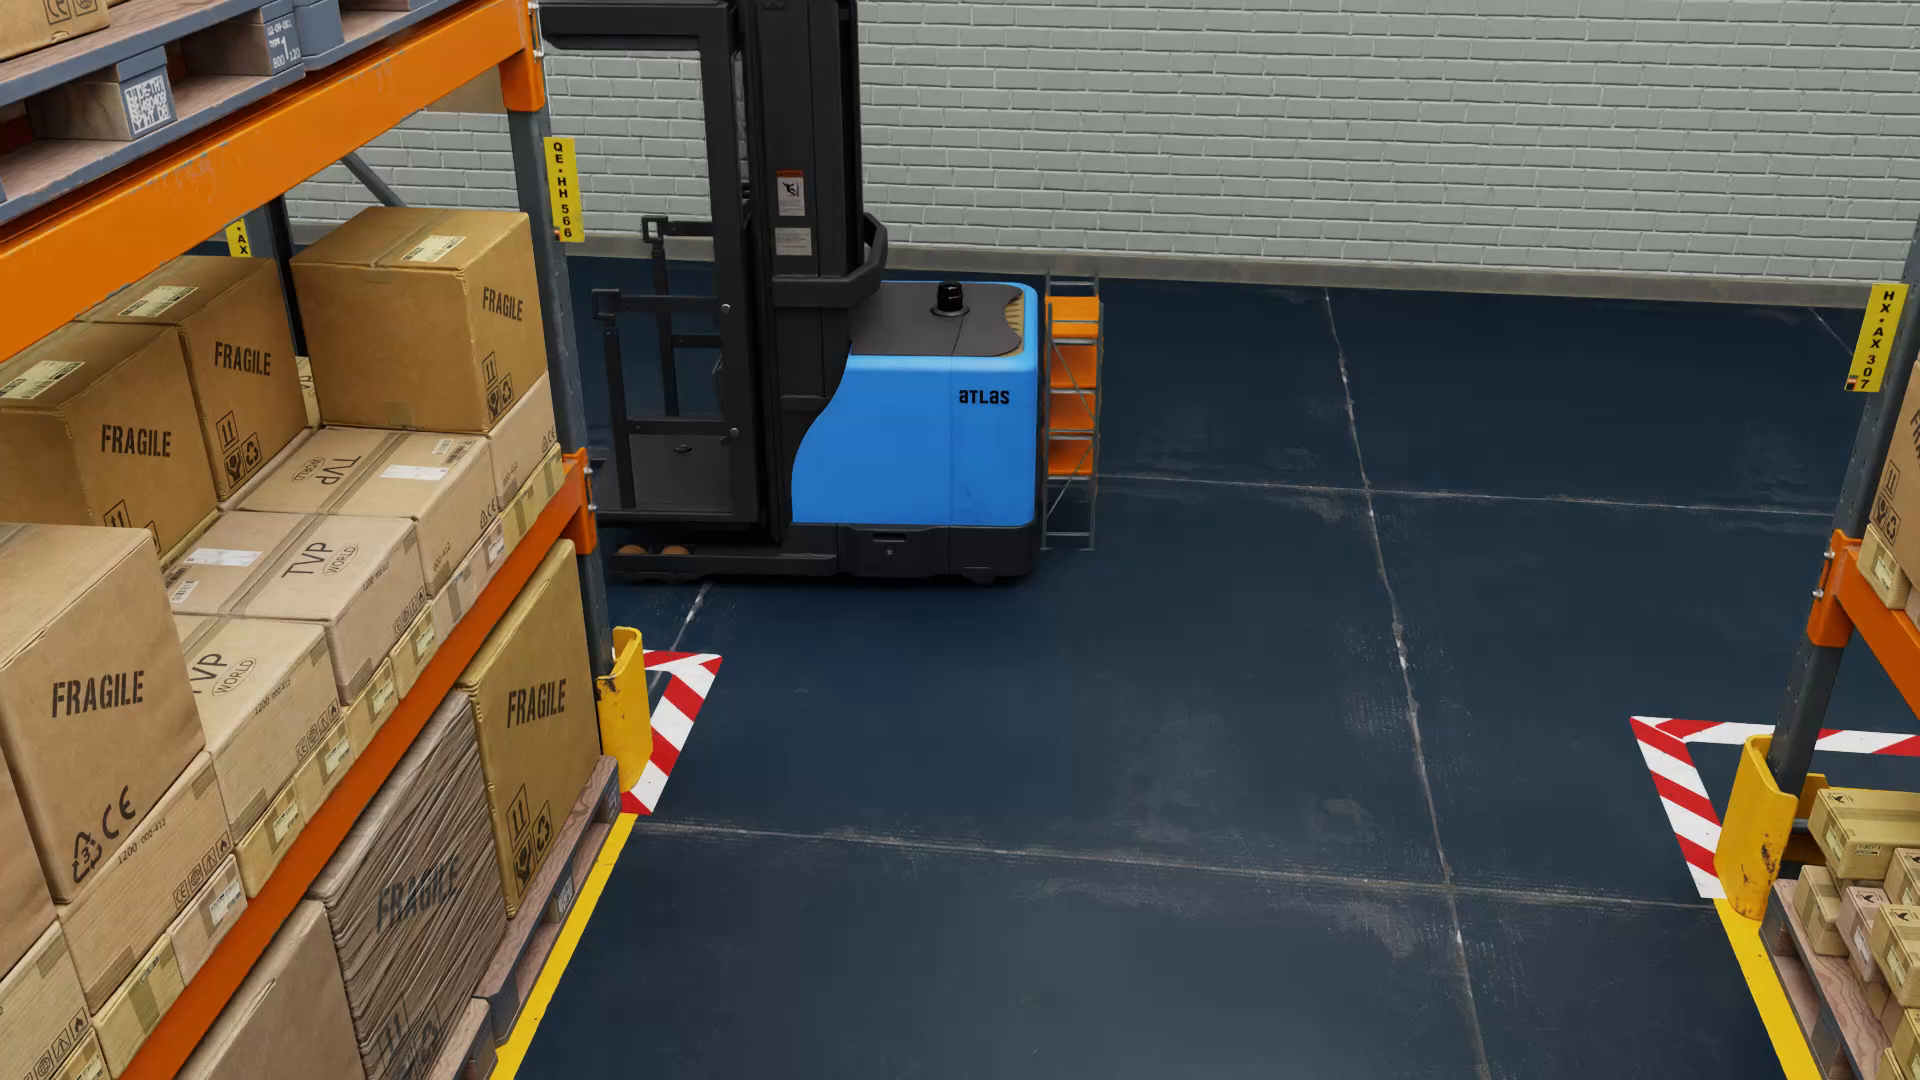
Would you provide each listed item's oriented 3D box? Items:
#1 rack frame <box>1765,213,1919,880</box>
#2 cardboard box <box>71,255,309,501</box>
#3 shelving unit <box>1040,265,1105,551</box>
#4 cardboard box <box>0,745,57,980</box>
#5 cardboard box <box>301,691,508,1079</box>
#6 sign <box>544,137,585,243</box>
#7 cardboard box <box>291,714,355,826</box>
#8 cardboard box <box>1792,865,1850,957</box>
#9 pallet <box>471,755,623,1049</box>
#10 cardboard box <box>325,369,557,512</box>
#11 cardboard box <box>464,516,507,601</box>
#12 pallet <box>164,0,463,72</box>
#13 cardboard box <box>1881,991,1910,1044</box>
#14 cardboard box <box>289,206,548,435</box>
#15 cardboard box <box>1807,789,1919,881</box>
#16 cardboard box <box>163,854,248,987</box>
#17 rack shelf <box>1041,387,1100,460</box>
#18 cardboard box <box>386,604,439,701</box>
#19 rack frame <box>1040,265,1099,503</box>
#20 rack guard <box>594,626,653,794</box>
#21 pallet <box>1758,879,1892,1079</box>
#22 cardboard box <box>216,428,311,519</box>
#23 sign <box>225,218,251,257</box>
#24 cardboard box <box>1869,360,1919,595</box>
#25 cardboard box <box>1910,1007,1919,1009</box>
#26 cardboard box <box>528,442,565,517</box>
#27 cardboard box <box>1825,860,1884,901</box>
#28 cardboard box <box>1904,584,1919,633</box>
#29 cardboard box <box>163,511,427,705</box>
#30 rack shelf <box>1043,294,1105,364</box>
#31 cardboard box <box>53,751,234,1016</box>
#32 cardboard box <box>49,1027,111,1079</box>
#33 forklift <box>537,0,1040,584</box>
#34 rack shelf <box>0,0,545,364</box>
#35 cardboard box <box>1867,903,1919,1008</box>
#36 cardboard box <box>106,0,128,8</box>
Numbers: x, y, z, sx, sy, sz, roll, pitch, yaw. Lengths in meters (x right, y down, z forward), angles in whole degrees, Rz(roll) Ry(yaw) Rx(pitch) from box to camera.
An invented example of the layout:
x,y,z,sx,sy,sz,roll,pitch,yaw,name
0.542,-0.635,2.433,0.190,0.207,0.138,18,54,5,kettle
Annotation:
x,y,z,sx,sy,sz,roll,pitch,yaw,name
3.155,-0.162,4.888,1.000,3.000,0.127,3,28,6,rack frame
-2.144,-0.447,4.471,0.500,0.500,0.500,3,28,5,cardboard box
0.502,-0.598,7.595,0.258,1.200,0.503,1,28,2,shelving unit
-1.865,0.548,2.624,0.500,0.500,0.500,3,28,6,cardboard box
-1.866,0.987,4.553,0.875,0.875,0.875,3,28,6,cardboard box
-1.219,-1.074,5.110,0.100,0.325,0.005,3,28,6,sign
-1.660,0.519,3.889,0.380,0.149,0.250,4,29,7,cardboard box
2.773,1.136,5.041,0.380,0.149,0.250,4,29,7,cardboard box
-1.776,1.111,5.466,1.003,0.211,1.213,3,28,6,pallet
-1.552,-0.319,5.024,0.500,0.250,0.500,3,28,5,cardboard box
-1.535,0.041,4.777,0.380,0.149,0.250,3,29,6,cardboard box
-1.836,-1.429,4.172,1.003,0.211,1.213,3,28,6,pallet
2.798,1.382,4.586,0.380,0.149,0.250,4,29,7,cardboard box
-1.554,-0.648,4.844,0.500,0.500,0.500,4,29,7,cardboard box
2.753,0.873,4.902,0.380,0.149,0.250,2,28,4,cardboard box
-1.721,0.766,3.431,0.380,0.149,0.250,4,29,7,cardboard box
0.502,-0.539,7.626,0.258,0.148,0.480,1,28,2,rack shelf
-1.596,0.280,4.332,0.380,0.149,0.250,3,28,5,cardboard box
0.510,-0.713,7.809,0.240,1.200,0.015,1,28,2,rack frame
-1.753,0.591,6.125,1.175,0.500,0.348,3,28,6,rack guard
3.011,1.482,4.777,1.003,0.211,1.213,3,28,6,pallet
-2.139,-0.107,4.631,0.500,0.250,0.500,3,28,6,cardboard box
-2.306,-0.949,5.352,0.100,0.325,0.005,3,28,6,sign
2.825,-0.142,4.431,0.500,0.500,0.500,5,29,9,cardboard box
2.804,1.255,4.507,0.380,0.149,0.250,4,29,7,cardboard box
-1.472,-0.200,5.224,0.380,0.149,0.250,4,29,7,cardboard box
2.836,1.009,4.964,0.380,0.149,0.250,5,29,8,cardboard box
2.799,0.204,4.473,0.380,0.149,0.250,4,29,8,cardboard box
-1.676,0.159,4.136,0.500,0.250,0.500,2,28,4,cardboard box
0.502,-0.944,7.408,0.258,0.148,0.480,1,28,2,rack shelf
-1.804,0.636,3.251,0.500,0.250,0.500,4,29,7,cardboard box
-1.785,1.004,2.988,0.380,0.149,0.250,3,28,5,cardboard box
-1.160,-1.344,7.154,3.031,2.935,1.130,1,28,2,forklift
-2.001,-0.560,3.223,1.077,0.370,4.000,3,28,6,rack shelf
2.681,1.121,4.442,0.380,0.149,0.250,3,28,6,cardboard box
-1.970,-1.339,3.257,0.700,0.500,0.500,1,28,3,cardboard box
